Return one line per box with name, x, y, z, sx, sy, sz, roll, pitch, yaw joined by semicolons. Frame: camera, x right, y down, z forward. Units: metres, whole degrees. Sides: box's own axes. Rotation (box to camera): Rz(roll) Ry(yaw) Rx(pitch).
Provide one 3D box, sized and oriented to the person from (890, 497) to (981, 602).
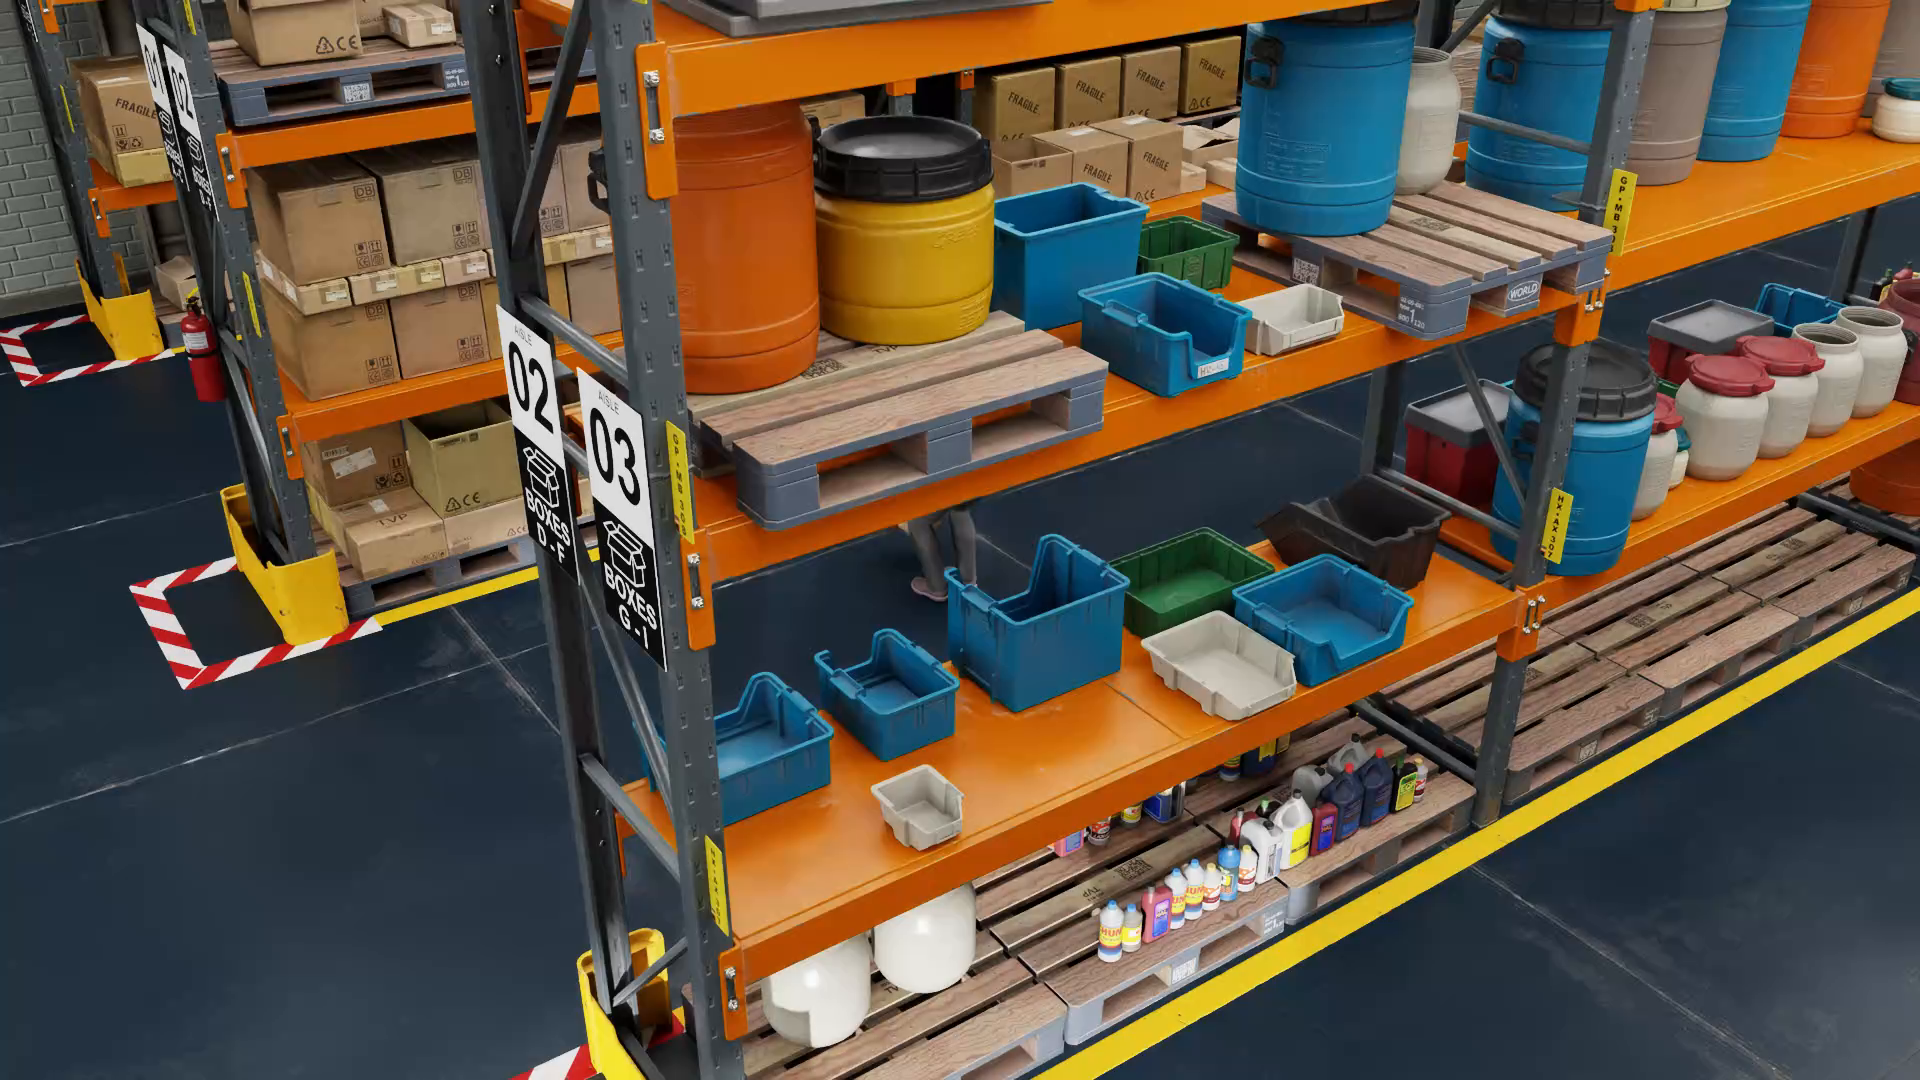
person;-0.185;-0.239;9.679;0.409;1.072;0.872;-20;35;-32
